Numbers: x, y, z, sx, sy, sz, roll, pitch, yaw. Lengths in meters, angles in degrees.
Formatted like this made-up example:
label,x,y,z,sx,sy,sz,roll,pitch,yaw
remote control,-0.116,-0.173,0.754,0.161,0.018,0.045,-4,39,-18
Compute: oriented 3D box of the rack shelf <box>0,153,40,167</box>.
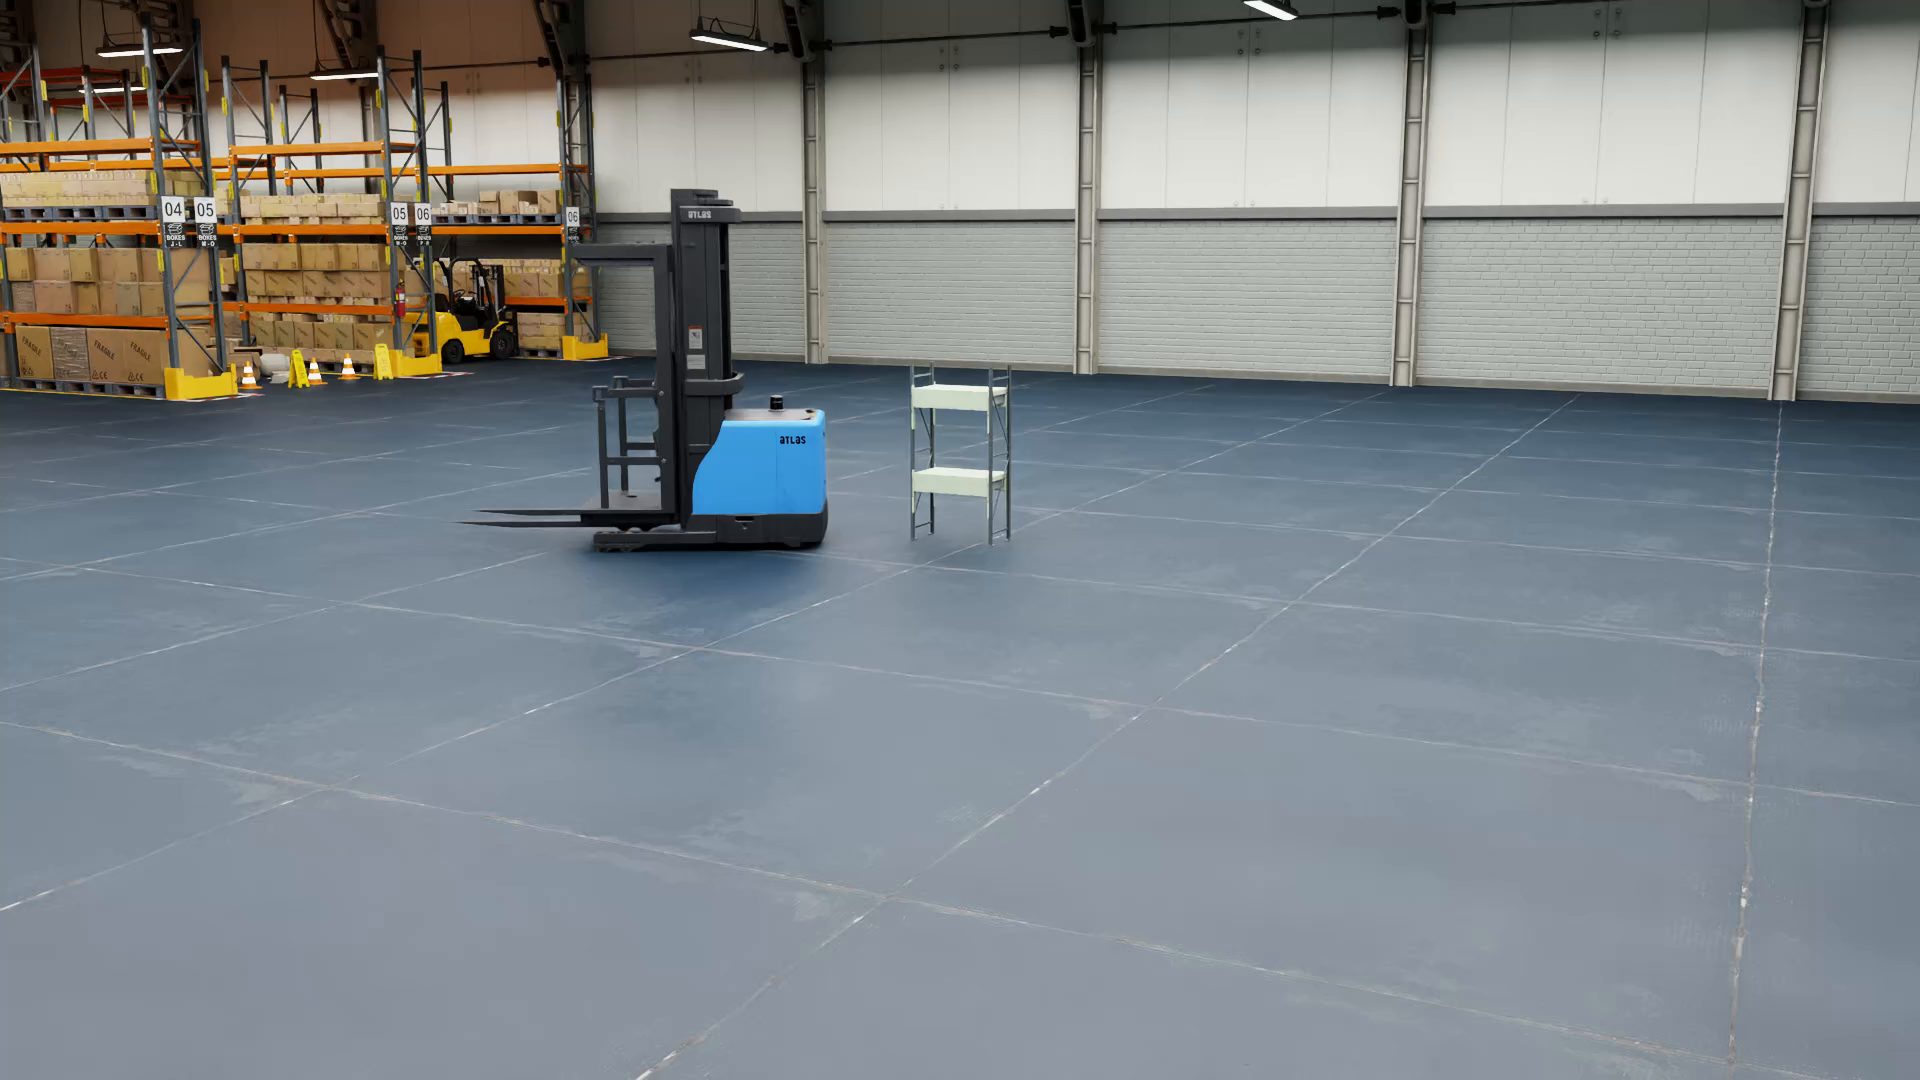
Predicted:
label,x,y,z,sx,sy,sz,roll,pitch,yaw
rack shelf,-17.797,-6.702,29.135,4.000,0.370,1.077,5,11,26

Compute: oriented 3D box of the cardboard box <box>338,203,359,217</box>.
label,x,y,z,sx,sy,sz,roll,pitch,yaw
cardboard box,-11.339,-6.214,31.306,0.500,0.250,0.500,5,11,25

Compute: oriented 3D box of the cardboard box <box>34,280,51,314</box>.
label,x,y,z,sx,sy,sz,roll,pitch,yaw
cardboard box,-15.164,-4.150,28.315,0.550,0.550,0.875,5,11,26

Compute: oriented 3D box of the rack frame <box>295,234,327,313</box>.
label,x,y,z,sx,sy,sz,roll,pitch,yaw
rack frame,-15.298,-6.050,39.234,0.127,3.000,1.000,5,11,26

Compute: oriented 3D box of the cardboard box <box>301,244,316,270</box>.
label,x,y,z,sx,sy,sz,roll,pitch,yaw
cardboard box,-12.211,-5.445,31.972,0.500,0.500,0.700,5,11,25

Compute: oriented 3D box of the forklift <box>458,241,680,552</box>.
label,x,y,z,sx,sy,sz,roll,pitch,yaw
forklift,-3.094,-1.338,13.951,2.170,2.733,1.118,0,10,-2

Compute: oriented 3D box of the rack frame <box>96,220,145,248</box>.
label,x,y,z,sx,sy,sz,roll,pitch,yaw
rack frame,-17.491,-5.257,34.852,0.127,3.000,1.000,5,11,26

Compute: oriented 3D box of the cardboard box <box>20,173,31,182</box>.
label,x,y,z,sx,sy,sz,roll,pitch,yaw
cardboard box,-15.371,-6.021,27.657,0.250,0.149,0.380,5,11,25

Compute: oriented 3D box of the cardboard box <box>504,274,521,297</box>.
label,x,y,z,sx,sy,sz,roll,pitch,yaw
cardboard box,-9.602,-5.548,36.181,0.500,0.500,0.500,5,11,25

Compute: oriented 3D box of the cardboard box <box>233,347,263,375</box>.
label,x,y,z,sx,sy,sz,roll,pitch,yaw
cardboard box,-13.545,-3.411,31.666,0.500,0.500,0.500,-4,11,-23

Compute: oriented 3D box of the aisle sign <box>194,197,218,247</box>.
label,x,y,z,sx,sy,sz,roll,pitch,yaw
aisle sign,-12.220,-5.149,26.959,0.004,0.787,0.394,5,11,26

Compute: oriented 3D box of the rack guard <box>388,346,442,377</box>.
label,x,y,z,sx,sy,sz,roll,pitch,yaw
rack guard,-14.838,-4.446,30.936,7.902,2.800,5.997,5,11,26

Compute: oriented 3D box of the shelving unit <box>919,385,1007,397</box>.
label,x,y,z,sx,sy,sz,roll,pitch,yaw
shelving unit,0.006,-1.253,14.000,0.686,0.052,0.368,5,11,26

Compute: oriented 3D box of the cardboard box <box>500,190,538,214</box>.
label,x,y,z,sx,sy,sz,roll,pitch,yaw
cardboard box,-9.503,-7.293,35.940,0.500,0.500,0.700,5,11,26

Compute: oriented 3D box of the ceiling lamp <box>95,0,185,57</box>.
label,x,y,z,sx,sy,sz,roll,pitch,yaw
ceiling lamp,-14.749,-10.406,30.070,2.000,3.185,0.800,5,11,26

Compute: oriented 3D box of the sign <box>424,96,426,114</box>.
label,x,y,z,sx,sy,sz,roll,pitch,yaw
sign,-10.076,-8.163,31.223,0.005,0.325,0.100,5,11,26

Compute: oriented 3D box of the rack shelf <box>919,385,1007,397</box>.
label,x,y,z,sx,sy,sz,roll,pitch,yaw
rack shelf,0.006,-1.253,14.000,0.686,0.052,0.368,5,11,26

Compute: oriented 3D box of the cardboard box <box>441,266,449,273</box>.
label,x,y,z,sx,sy,sz,roll,pitch,yaw
cardboard box,-11.308,-6.016,36.943,0.250,0.149,0.380,5,12,27

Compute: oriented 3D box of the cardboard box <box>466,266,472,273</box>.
label,x,y,z,sx,sy,sz,roll,pitch,yaw
cardboard box,-10.639,-5.947,36.566,0.250,0.149,0.380,5,11,25

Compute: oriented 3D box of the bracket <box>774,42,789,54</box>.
label,x,y,z,sx,sy,sz,roll,pitch,yaw
bracket,-3.498,-9.845,33.249,0.430,0.232,0.235,5,11,26

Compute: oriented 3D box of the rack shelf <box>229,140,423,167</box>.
label,x,y,z,sx,sy,sz,roll,pitch,yaw
rack shelf,-12.110,-7.380,31.770,4.000,0.370,1.077,5,11,26

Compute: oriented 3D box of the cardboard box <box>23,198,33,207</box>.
label,x,y,z,sx,sy,sz,roll,pitch,yaw
cardboard box,-15.371,-5.628,27.728,0.250,0.149,0.380,5,11,26

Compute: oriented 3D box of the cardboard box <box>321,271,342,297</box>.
label,x,y,z,sx,sy,sz,roll,pitch,yaw
cardboard box,-11.819,-4.901,31.770,0.500,0.500,0.500,5,11,26

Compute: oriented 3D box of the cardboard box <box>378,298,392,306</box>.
label,x,y,z,sx,sy,sz,roll,pitch,yaw
cardboard box,-10.747,-4.498,31.365,0.250,0.149,0.380,5,12,28

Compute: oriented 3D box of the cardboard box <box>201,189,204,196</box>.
label,x,y,z,sx,sy,sz,roll,pitch,yaw
cardboard box,-15.405,-6.898,33.340,0.500,0.250,0.500,5,12,27

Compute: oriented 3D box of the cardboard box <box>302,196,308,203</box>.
label,x,y,z,sx,sy,sz,roll,pitch,yaw
cardboard box,-12.335,-6.500,31.766,0.250,0.149,0.380,5,12,27

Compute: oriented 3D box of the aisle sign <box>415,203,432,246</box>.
label,x,y,z,sx,sy,sz,roll,pitch,yaw
aisle sign,-10.124,-5.950,31.384,0.004,0.787,0.394,5,11,26

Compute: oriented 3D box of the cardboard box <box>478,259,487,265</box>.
label,x,y,z,sx,sy,sz,roll,pitch,yaw
cardboard box,-10.366,-6.088,36.508,0.250,0.149,0.380,5,11,26

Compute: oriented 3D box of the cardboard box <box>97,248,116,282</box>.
label,x,y,z,sx,sy,sz,roll,pitch,yaw
cardboard box,-13.708,-4.563,27.565,0.550,0.550,0.875,5,11,26

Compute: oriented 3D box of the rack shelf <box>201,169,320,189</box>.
label,x,y,z,sx,sy,sz,roll,pitch,yaw
rack shelf,-17.091,-8.608,39.670,4.000,0.370,1.077,5,11,26

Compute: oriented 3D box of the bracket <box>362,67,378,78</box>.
label,x,y,z,sx,sy,sz,roll,pitch,yaw
bracket,-13.515,-10.725,38.113,0.430,0.232,0.235,5,11,26

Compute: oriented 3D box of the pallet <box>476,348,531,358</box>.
label,x,y,z,sx,sy,sz,roll,pitch,yaw
pallet,-9.918,-4.197,36.827,1.213,0.211,1.003,5,11,26

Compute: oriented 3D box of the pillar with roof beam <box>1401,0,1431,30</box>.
label,x,y,z,sx,sy,sz,roll,pitch,yaw
pillar with roof beam,5.803,-9.392,23.975,0.548,2.987,8.718,5,11,26

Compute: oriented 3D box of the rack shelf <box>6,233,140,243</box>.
label,x,y,z,sx,sy,sz,roll,pitch,yaw
rack shelf,-19.284,-6.536,35.520,4.000,0.370,1.077,5,11,26

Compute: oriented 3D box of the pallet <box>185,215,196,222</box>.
label,x,y,z,sx,sy,sz,roll,pitch,yaw
pallet,-15.342,-6.472,33.672,1.003,0.211,1.213,5,11,26

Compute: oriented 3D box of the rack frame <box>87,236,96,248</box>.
label,x,y,z,sx,sy,sz,roll,pitch,yaw
rack frame,-22.474,-6.680,42.714,0.053,2.616,0.949,5,11,26

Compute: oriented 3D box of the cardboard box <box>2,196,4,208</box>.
label,x,y,z,sx,sy,sz,roll,pitch,yaw
cardboard box,-16.708,-5.831,28.565,0.500,0.250,0.500,5,11,26

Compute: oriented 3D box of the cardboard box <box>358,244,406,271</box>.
label,x,y,z,sx,sy,sz,roll,pitch,yaw
cardboard box,-10.871,-5.319,31.274,0.500,0.500,0.700,5,11,24

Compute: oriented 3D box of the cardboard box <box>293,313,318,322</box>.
label,x,y,z,sx,sy,sz,roll,pitch,yaw
cardboard box,-12.704,-4.313,32.254,0.250,0.149,0.380,6,12,29

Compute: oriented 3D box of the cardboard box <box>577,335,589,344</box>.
label,x,y,z,sx,sy,sz,roll,pitch,yaw
cardboard box,-8.478,-4.343,36.345,0.500,0.250,0.500,5,11,26

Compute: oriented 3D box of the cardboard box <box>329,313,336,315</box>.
label,x,y,z,sx,sy,sz,roll,pitch,yaw
cardboard box,-14.155,-4.986,38.847,0.625,0.625,0.875,5,12,28

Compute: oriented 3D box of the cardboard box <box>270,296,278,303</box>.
label,x,y,z,sx,sy,sz,roll,pitch,yaw
cardboard box,-13.262,-4.714,32.560,0.250,0.149,0.380,5,11,26

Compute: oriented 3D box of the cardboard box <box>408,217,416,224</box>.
label,x,y,z,sx,sy,sz,roll,pitch,yaw
cardboard box,-10.470,-6.057,31.555,0.250,0.149,0.380,5,11,26

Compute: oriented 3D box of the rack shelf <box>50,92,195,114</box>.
label,x,y,z,sx,sy,sz,roll,pitch,yaw
rack shelf,-20.679,-10.756,41.080,4.000,0.370,1.077,5,11,26

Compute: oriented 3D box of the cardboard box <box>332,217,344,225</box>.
label,x,y,z,sx,sy,sz,roll,pitch,yaw
cardboard box,-11.663,-6.045,31.494,0.250,0.149,0.380,5,11,25

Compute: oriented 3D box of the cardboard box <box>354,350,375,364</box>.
label,x,y,z,sx,sy,sz,roll,pitch,yaw
cardboard box,-11.182,-3.502,31.701,0.500,0.250,0.500,5,11,26
